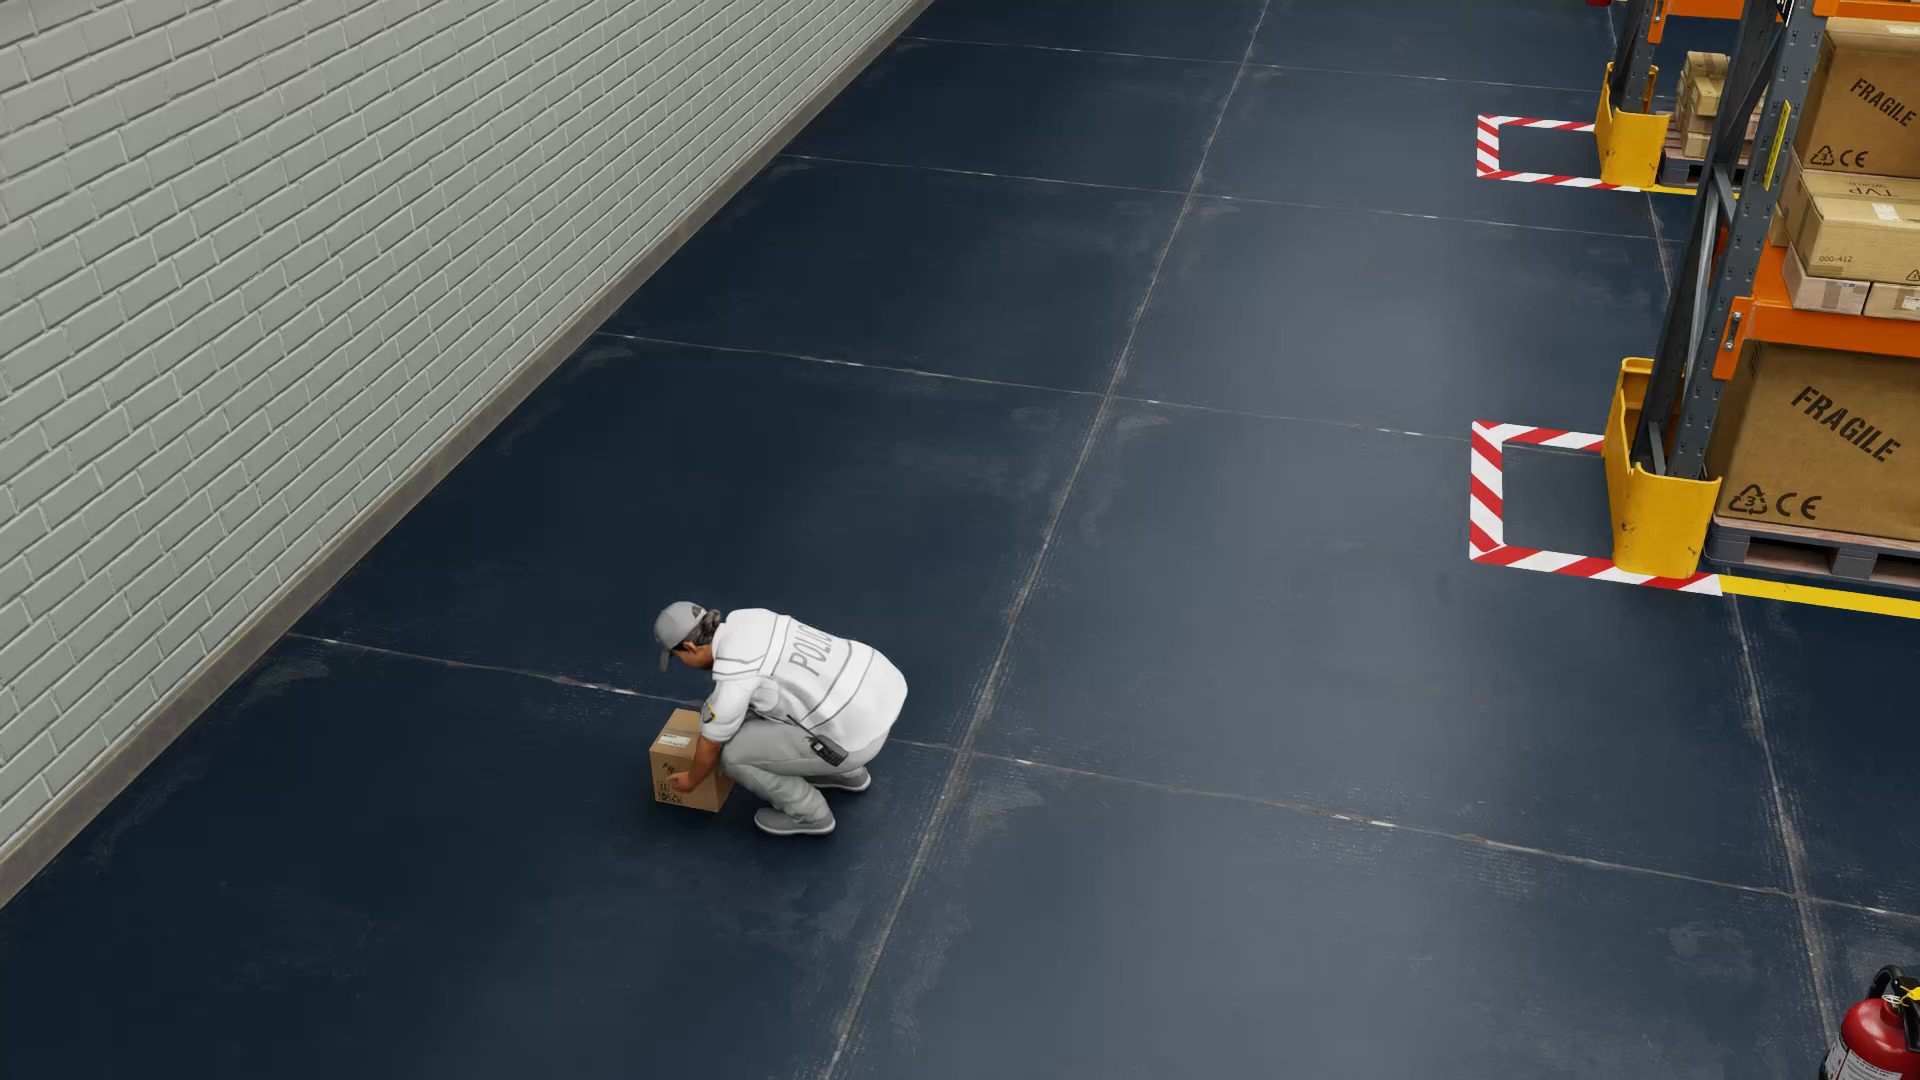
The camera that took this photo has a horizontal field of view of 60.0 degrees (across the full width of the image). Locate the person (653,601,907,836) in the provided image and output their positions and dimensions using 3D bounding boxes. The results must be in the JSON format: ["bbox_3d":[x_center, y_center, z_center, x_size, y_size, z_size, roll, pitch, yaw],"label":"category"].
[{"bbox_3d":[-0.632,0.615,5.931,0.861,0.867,0.525,8,34,12],"label":"person"}]
